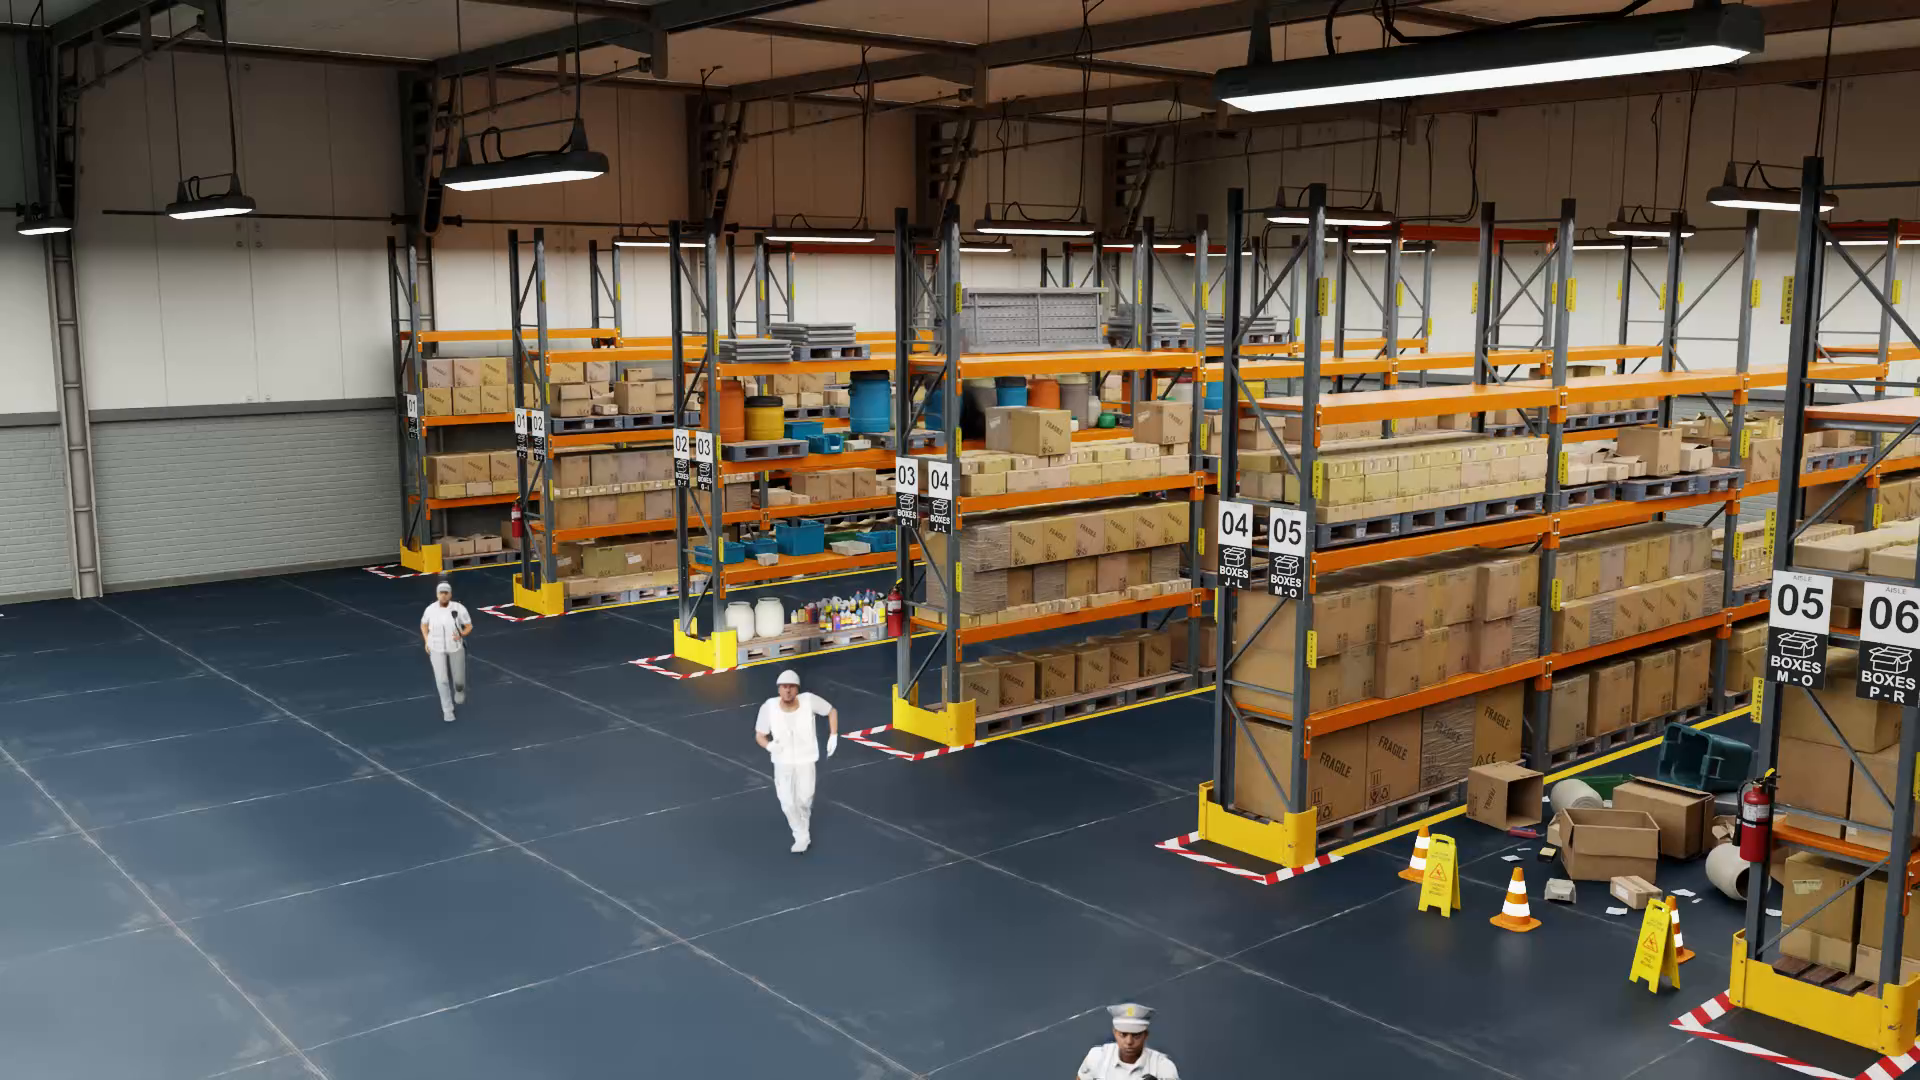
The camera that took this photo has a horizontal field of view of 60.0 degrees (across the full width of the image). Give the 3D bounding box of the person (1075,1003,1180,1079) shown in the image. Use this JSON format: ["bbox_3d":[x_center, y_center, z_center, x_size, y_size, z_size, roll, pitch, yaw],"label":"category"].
[{"bbox_3d":[0.843,3.088,8.277,0.584,1.705,0.796,2,9,10],"label":"person"}]

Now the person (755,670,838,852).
[{"bbox_3d":[-1.479,2.020,15.015,0.732,1.724,0.657,0,9,-1],"label":"person"}]

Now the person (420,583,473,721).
[{"bbox_3d":[-6.147,1.310,19.936,0.609,1.630,0.693,-2,9,-13],"label":"person"}]
